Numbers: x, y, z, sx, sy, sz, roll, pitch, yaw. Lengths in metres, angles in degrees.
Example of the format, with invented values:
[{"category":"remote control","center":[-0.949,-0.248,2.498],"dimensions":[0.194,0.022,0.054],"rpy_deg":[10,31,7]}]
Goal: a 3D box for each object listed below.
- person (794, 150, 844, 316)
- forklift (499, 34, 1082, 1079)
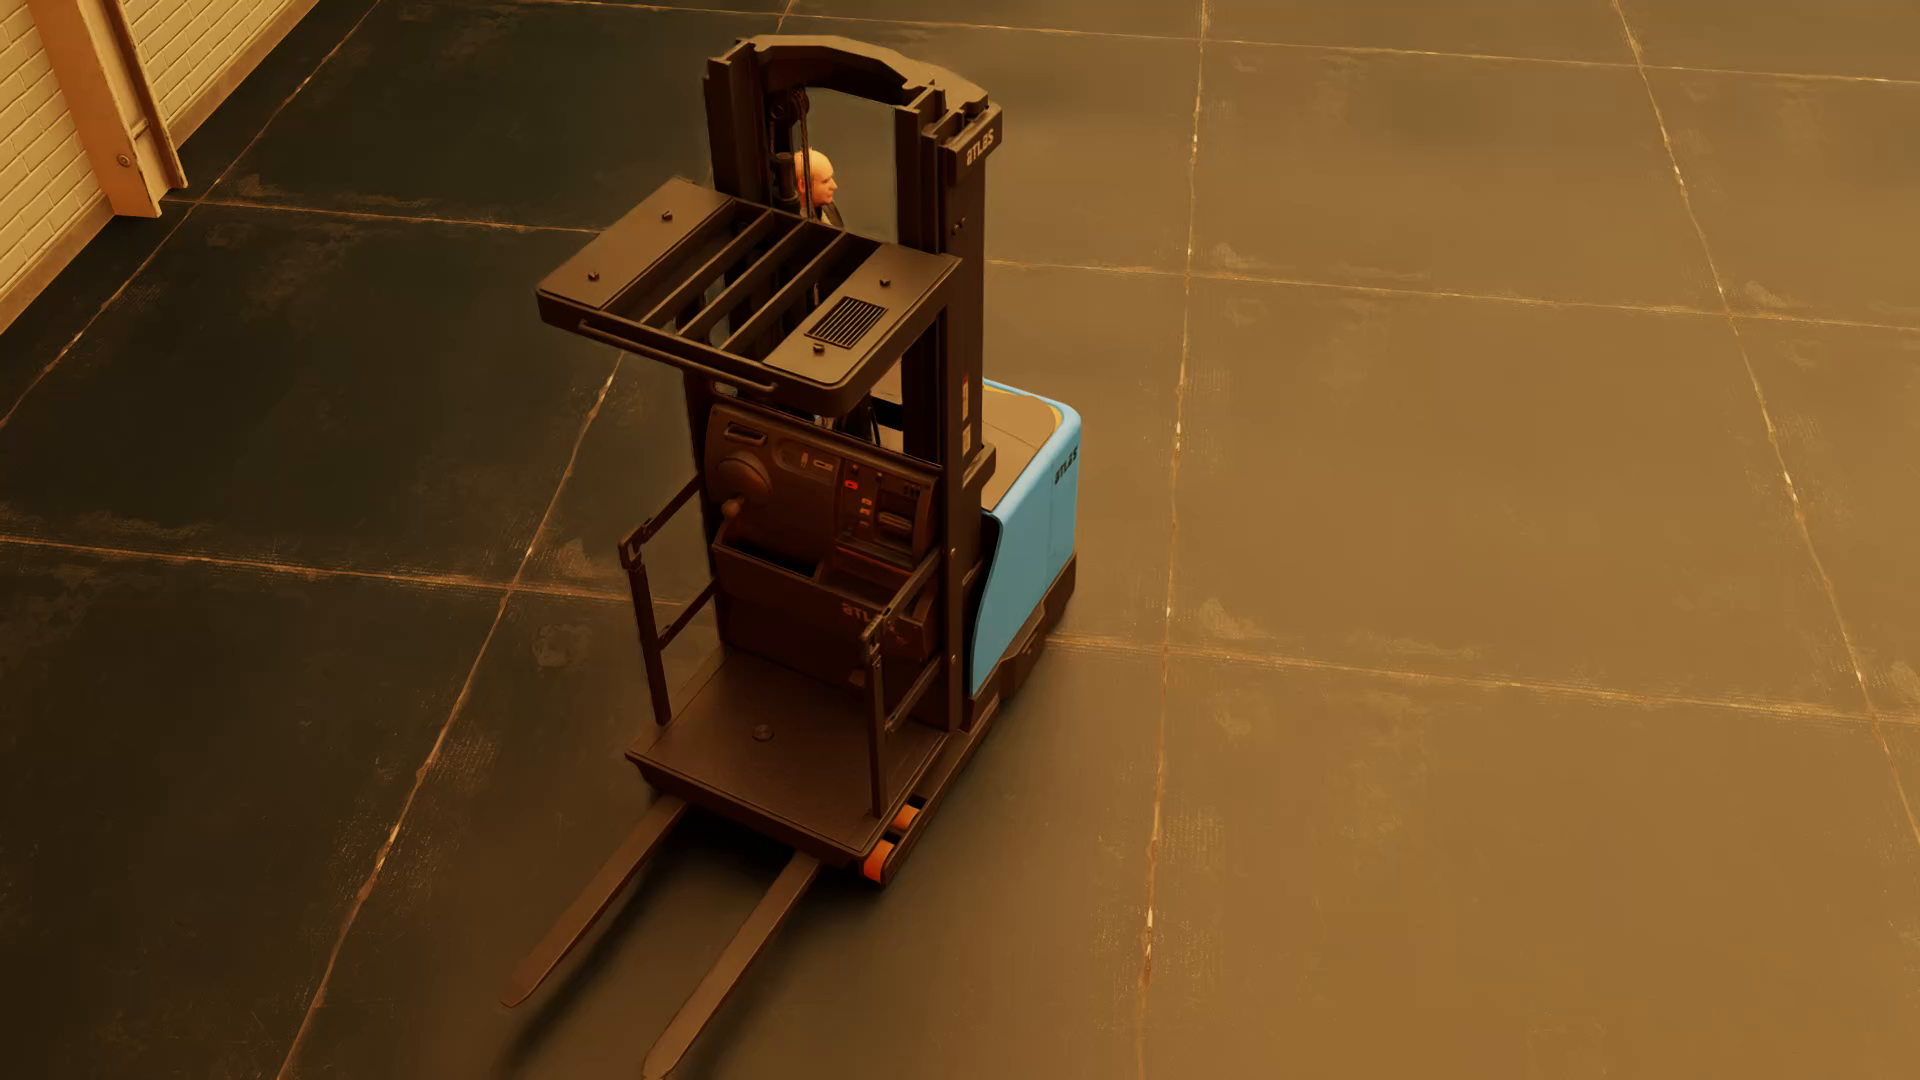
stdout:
[{"category":"person","center":[-0.672,-1.057,7.795],"dimensions":[0.408,1.694,0.769],"rpy_deg":[17,45,17]},{"category":"forklift","center":[-0.613,-0.105,5.839],"dimensions":[1.130,2.935,3.031],"rpy_deg":[20,46,20]}]
